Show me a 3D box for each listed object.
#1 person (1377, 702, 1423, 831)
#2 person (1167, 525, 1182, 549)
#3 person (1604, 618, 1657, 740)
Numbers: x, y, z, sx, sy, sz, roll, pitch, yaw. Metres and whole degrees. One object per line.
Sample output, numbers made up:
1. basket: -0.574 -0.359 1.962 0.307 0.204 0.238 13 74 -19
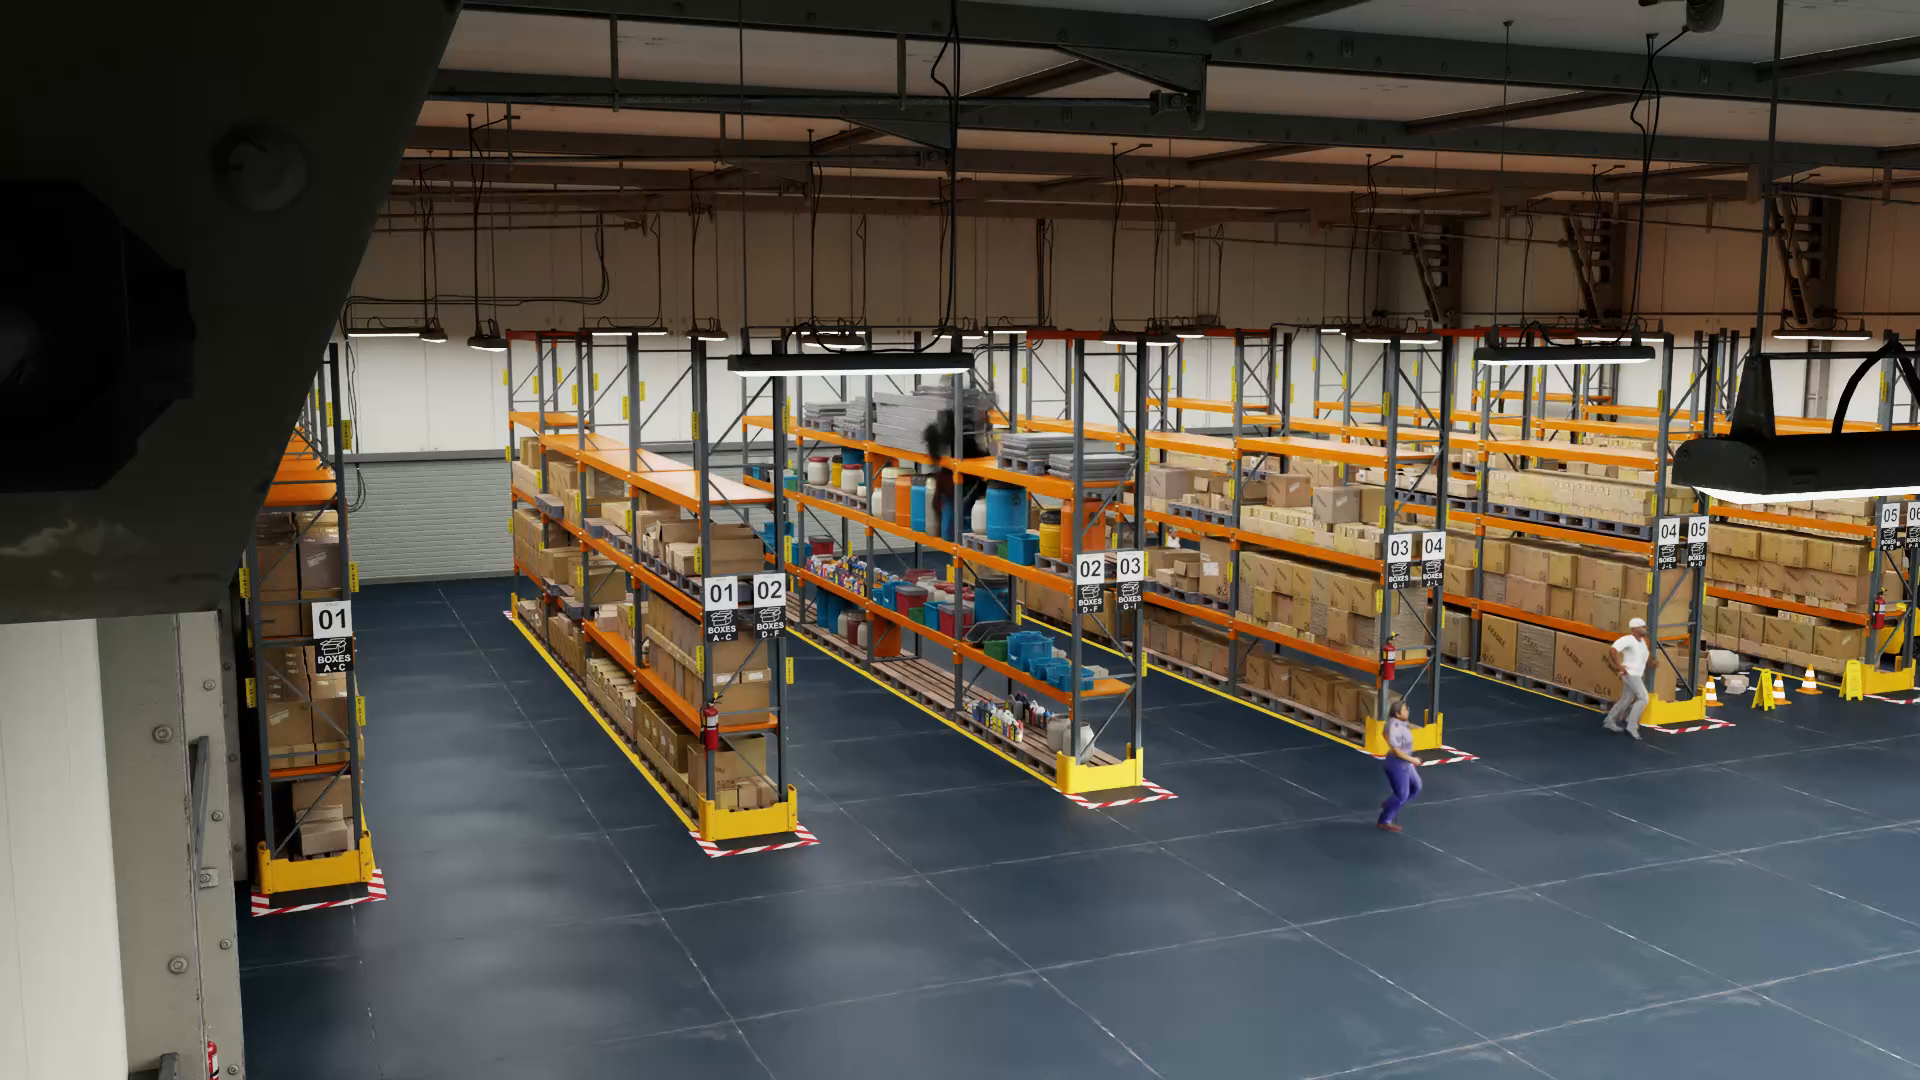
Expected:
1. person: 8.848 1.973 26.299 4.199 1.612 13.787 2 8 14
2. person: -3.576 0.168 32.876 18.714 3.424 1.010 -3 8 -23
3. person: 10.154 2.074 25.123 0.696 1.796 0.691 5 9 35
